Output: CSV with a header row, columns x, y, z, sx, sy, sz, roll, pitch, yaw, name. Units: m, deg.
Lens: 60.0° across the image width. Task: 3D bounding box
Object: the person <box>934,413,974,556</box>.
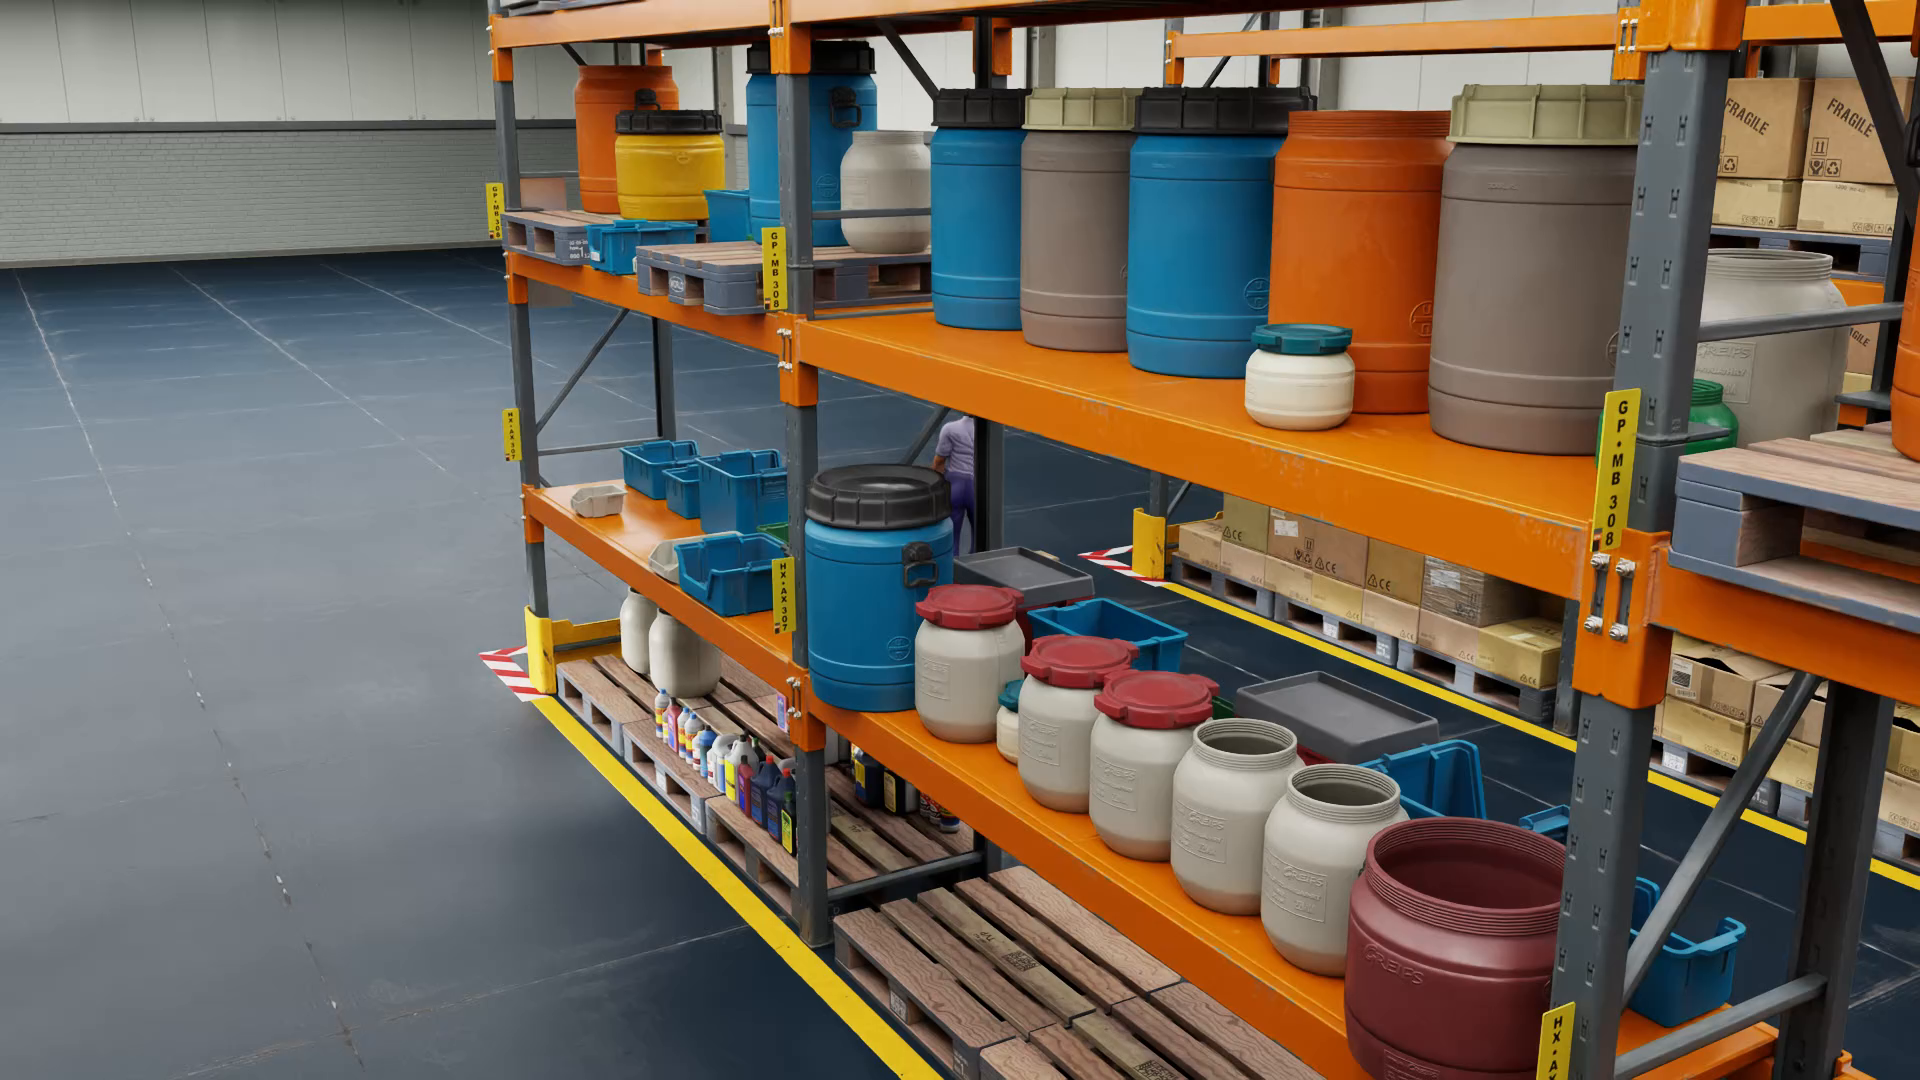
x,y,z,sx,sy,sz,roll,pitch,yaw,name
0.051,-0.324,12.286,0.513,1.619,0.927,2,15,7,person
